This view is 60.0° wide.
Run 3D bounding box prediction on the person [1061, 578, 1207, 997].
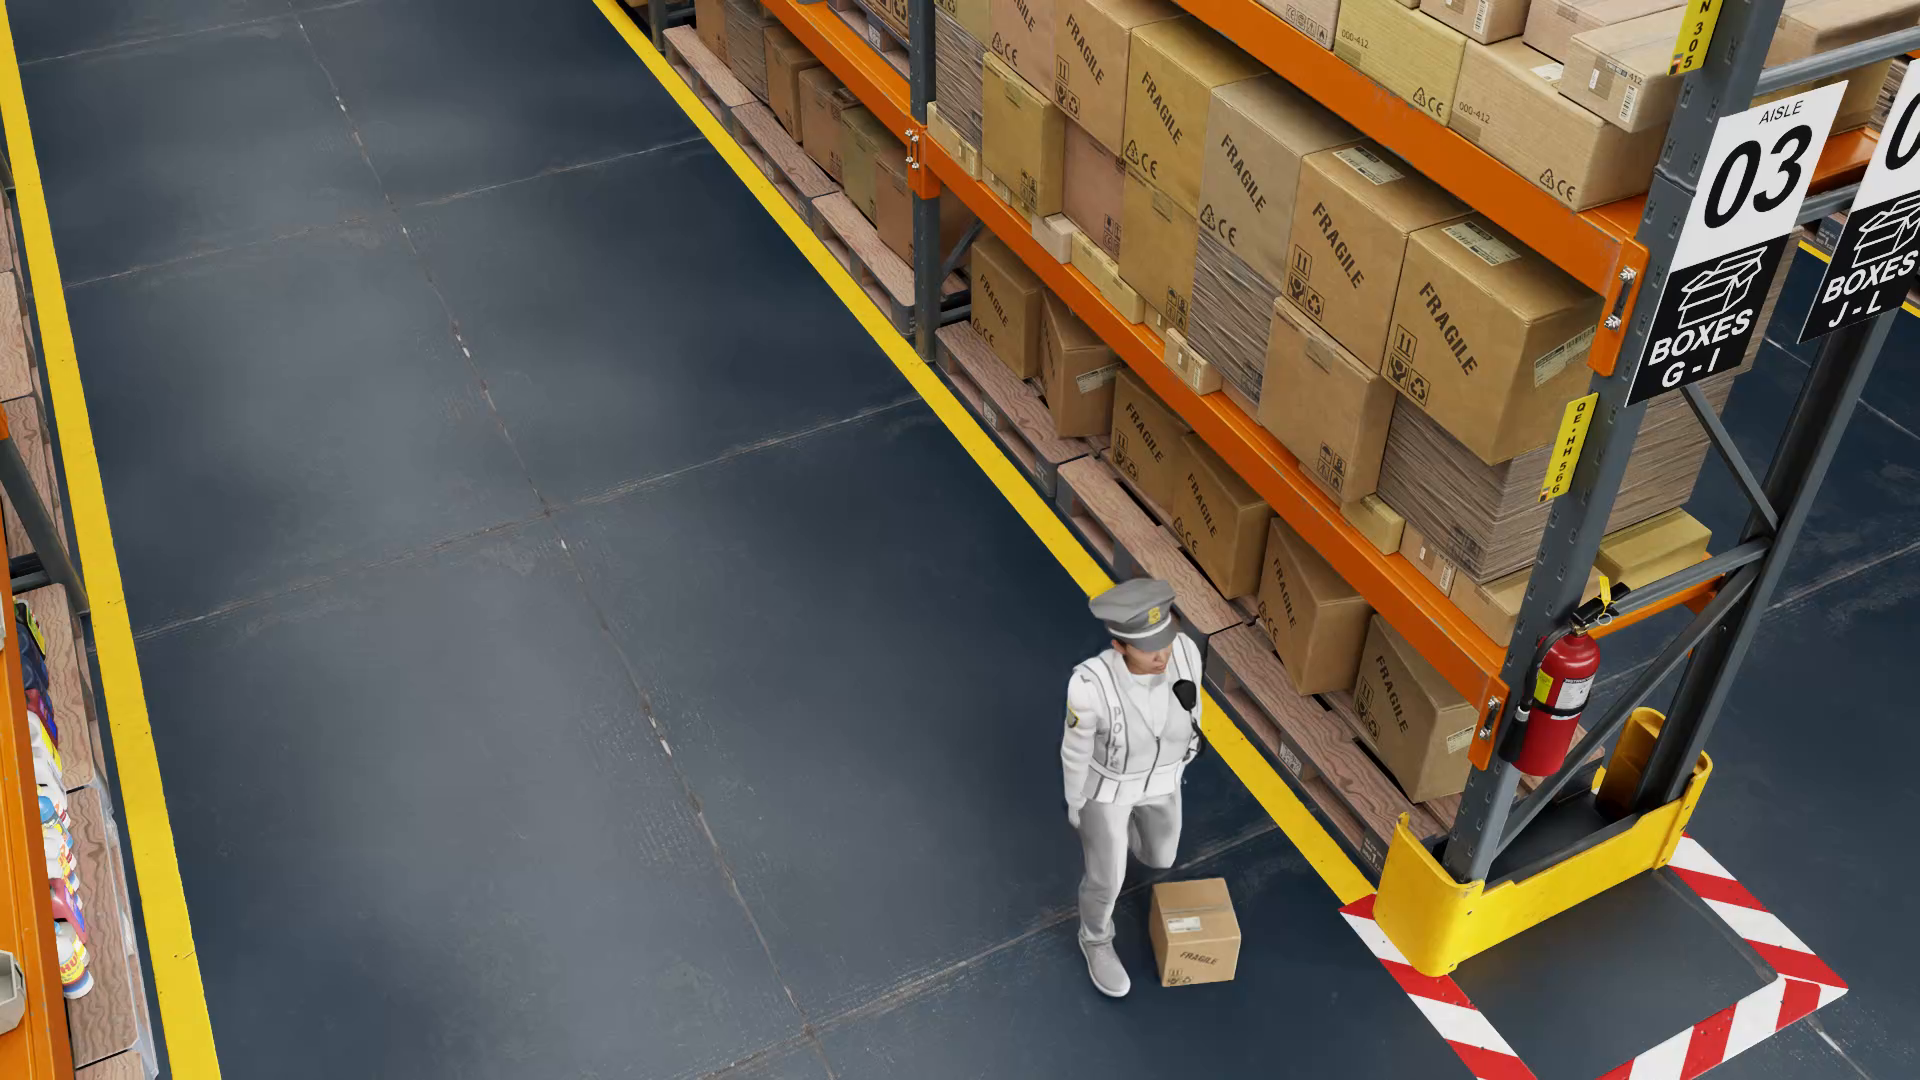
[{"bbox_3d":[0.520,0.708,5.317,0.485,1.672,0.632,-15,44,-17],"label":"person"}]
